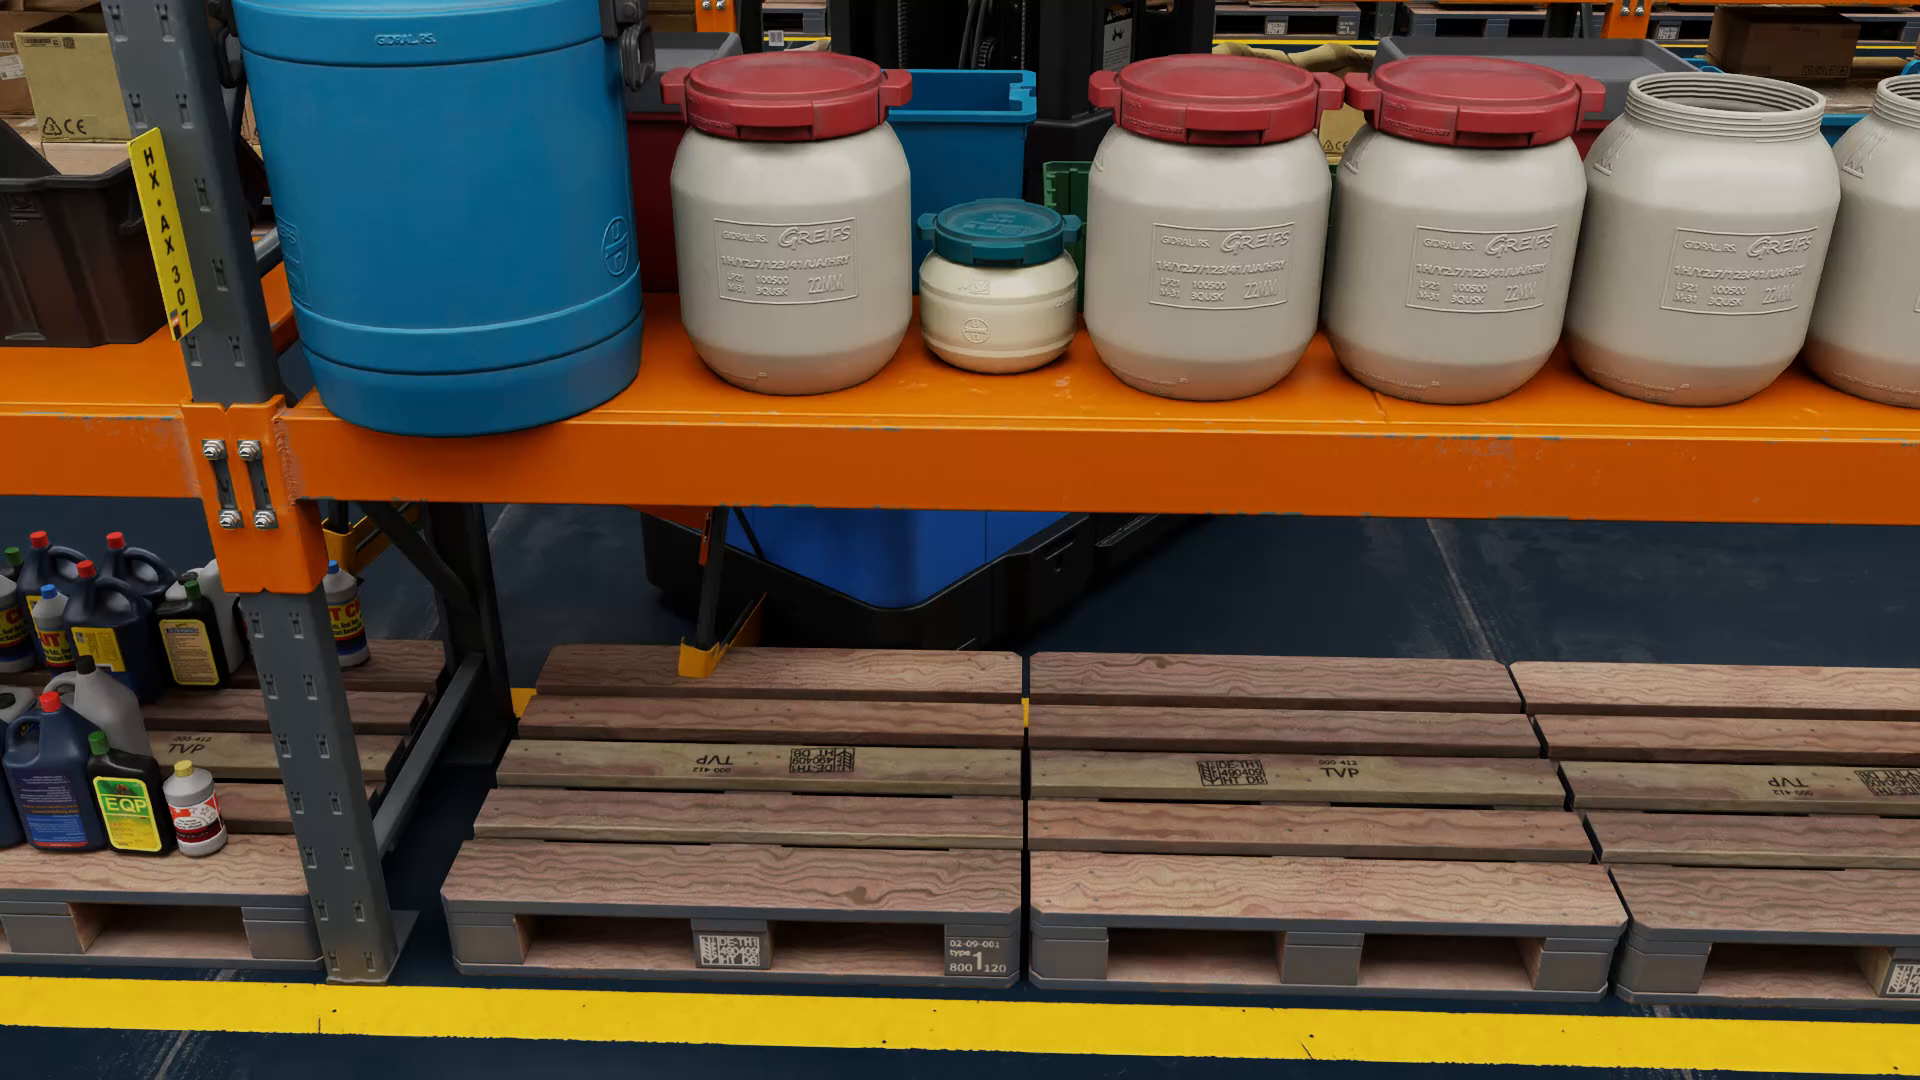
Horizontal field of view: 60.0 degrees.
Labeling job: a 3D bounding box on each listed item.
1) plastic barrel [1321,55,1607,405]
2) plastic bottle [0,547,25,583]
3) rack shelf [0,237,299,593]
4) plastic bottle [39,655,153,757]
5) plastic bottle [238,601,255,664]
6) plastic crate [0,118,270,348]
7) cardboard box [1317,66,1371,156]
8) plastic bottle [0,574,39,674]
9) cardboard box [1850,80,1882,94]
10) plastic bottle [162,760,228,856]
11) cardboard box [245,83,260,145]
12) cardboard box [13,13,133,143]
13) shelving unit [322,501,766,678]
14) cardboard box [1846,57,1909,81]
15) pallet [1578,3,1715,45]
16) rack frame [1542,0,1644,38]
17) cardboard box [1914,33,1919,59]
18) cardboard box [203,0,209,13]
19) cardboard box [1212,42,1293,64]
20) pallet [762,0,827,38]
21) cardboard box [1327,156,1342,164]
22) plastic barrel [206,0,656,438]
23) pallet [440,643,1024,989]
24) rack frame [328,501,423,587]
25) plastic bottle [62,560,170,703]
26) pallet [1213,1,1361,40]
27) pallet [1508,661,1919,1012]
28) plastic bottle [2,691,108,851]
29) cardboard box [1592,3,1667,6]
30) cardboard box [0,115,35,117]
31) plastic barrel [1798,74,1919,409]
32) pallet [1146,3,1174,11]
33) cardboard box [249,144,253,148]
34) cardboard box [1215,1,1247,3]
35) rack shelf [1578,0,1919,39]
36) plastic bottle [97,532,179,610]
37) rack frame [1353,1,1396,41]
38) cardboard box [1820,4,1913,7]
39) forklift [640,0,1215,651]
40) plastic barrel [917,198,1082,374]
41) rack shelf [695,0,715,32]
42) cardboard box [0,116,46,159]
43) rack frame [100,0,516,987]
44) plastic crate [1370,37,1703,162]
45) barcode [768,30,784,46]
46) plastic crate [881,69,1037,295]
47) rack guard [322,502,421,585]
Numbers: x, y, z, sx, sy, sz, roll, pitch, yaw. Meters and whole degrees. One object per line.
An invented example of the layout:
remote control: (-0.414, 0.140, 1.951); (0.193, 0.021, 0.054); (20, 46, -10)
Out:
plastic barrel: (0.868, -0.546, 2.933); (0.433, 0.535, 0.433); (0, 28, 0)
plastic bottle: (-2.390, 0.149, 4.197); (0.133, 0.283, 0.061); (2, 28, 4)
rack shelf: (-3.245, -0.339, 3.455); (4.000, 0.370, 1.077); (1, 28, 2)
plastic bottle: (-1.895, 0.409, 3.635); (0.185, 0.351, 0.144); (1, 28, 2)
plastic bottle: (-1.752, 0.204, 4.180); (0.097, 0.201, 0.097); (0, 28, 0)
plastic crate: (-1.765, -0.665, 3.368); (0.504, 0.338, 0.767); (1, 28, 2)
cardboard box: (1.878, -1.994, 7.697); (0.500, 0.311, 0.500); (1, 28, 1)
plastic bottle: (-2.375, 0.191, 4.130); (0.097, 0.271, 0.097); (0, 28, 0)
cardboard box: (4.399, -1.808, 7.658); (0.500, 0.500, 0.500); (1, 28, 1)
plastic bottle: (-1.620, 0.558, 3.513); (0.097, 0.201, 0.097); (0, 28, 0)
cardboard box: (-3.038, -2.172, 7.831); (0.500, 0.500, 0.500); (1, 28, 2)
cardboard box: (-4.037, -2.190, 7.866); (0.500, 0.500, 0.500); (1, 28, 2)
shelving unit: (-0.965, -0.428, 4.151); (1.083, 1.500, 0.587); (17, 33, 7)
cardboard box: (4.390, -2.052, 8.118); (0.500, 0.500, 0.500); (0, 28, 0)
pallet: (5.102, -3.893, 12.369); (1.213, 0.211, 1.003); (1, 28, 2)
rack frame: (2.930, -2.876, 7.474); (0.127, 3.000, 1.000); (1, 28, 2)
cardboard box: (4.952, -2.378, 7.932); (0.500, 0.250, 0.500); (0, 28, 1)
cardboard box: (-3.519, -2.431, 8.321); (0.500, 0.500, 0.500); (1, 28, 2)
cardboard box: (1.382, -2.255, 8.190); (0.500, 0.311, 0.500); (0, 28, 0)
pallet: (-1.569, -4.024, 12.615); (1.213, 0.211, 1.003); (1, 28, 2)
cardboard box: (1.880, -1.748, 7.833); (0.500, 0.250, 0.500); (1, 28, 1)
plastic barrel: (-0.871, -0.697, 2.828); (0.708, 0.901, 0.600); (1, 28, 2)
pallet: (-0.460, 0.603, 3.888); (1.213, 0.211, 1.003); (1, 28, 2)
rack frame: (-1.455, -0.579, 4.215); (0.032, 1.500, 0.500); (17, 33, 7)
plastic bottle: (-2.043, 0.212, 4.006); (0.185, 0.351, 0.144); (1, 28, 2)
pallet: (2.320, -3.977, 12.526); (1.213, 0.211, 1.003); (1, 28, 2)
pallet: (1.979, 0.643, 3.811); (1.213, 0.211, 1.003); (1, 28, 2)
plastic bottle: (-1.900, 0.476, 3.508); (0.185, 0.351, 0.144); (0, 28, 0)
cardboard box: (4.707, -4.340, 12.081); (0.750, 0.750, 0.750); (1, 28, 2)
cardboard box: (-4.519, -2.109, 8.513); (0.500, 0.250, 0.500); (1, 28, 2)
plastic barrel: (1.716, -0.524, 2.917); (0.421, 0.512, 0.421); (0, 28, 0)
pallet: (1.104, -3.998, 12.567); (1.213, 0.211, 1.003); (1, 28, 2)
cardboard box: (-3.537, -1.851, 8.027); (0.500, 0.250, 0.500); (1, 28, 2)
cardboard box: (1.869, -4.336, 12.425); (0.500, 0.500, 0.700); (1, 28, 2)
rack shelf: (4.929, -2.526, 7.580); (4.000, 0.370, 1.077); (1, 28, 2)
plastic bottle: (-2.038, 0.144, 4.134); (0.185, 0.351, 0.144); (2, 28, 3)
rack frame: (3.101, -5.195, 11.848); (0.127, 3.000, 1.000); (1, 28, 2)
cardboard box: (6.444, -4.315, 12.034); (0.750, 0.750, 0.750); (1, 28, 2)
forklift: (0.395, -1.522, 4.992); (1.130, 2.935, 3.031); (21, 34, 34)
plastic barrel: (0.071, -0.469, 3.080); (0.301, 0.262, 0.301); (0, 28, 0)
rack shelf: (-3.066, -2.658, 7.829); (4.000, 0.370, 1.077); (1, 28, 2)
cardboard box: (-4.537, -1.866, 8.055); (0.500, 0.250, 0.500); (1, 28, 2)
rack frame: (-1.246, -0.624, 3.225); (0.127, 3.000, 1.000); (1, 28, 2)
plastic crate: (1.147, -0.756, 3.405); (0.583, 0.464, 0.402); (1, 28, 2)
barcode: (-0.827, -2.258, 7.480); (0.075, 0.075, 0.001); (1, 28, 2)
plastic crate: (-0.133, -0.744, 3.469); (0.575, 0.384, 0.392); (1, 28, 2)
rack guard: (-1.550, -0.058, 4.549); (0.087, 0.250, 0.587); (17, 33, 7)
